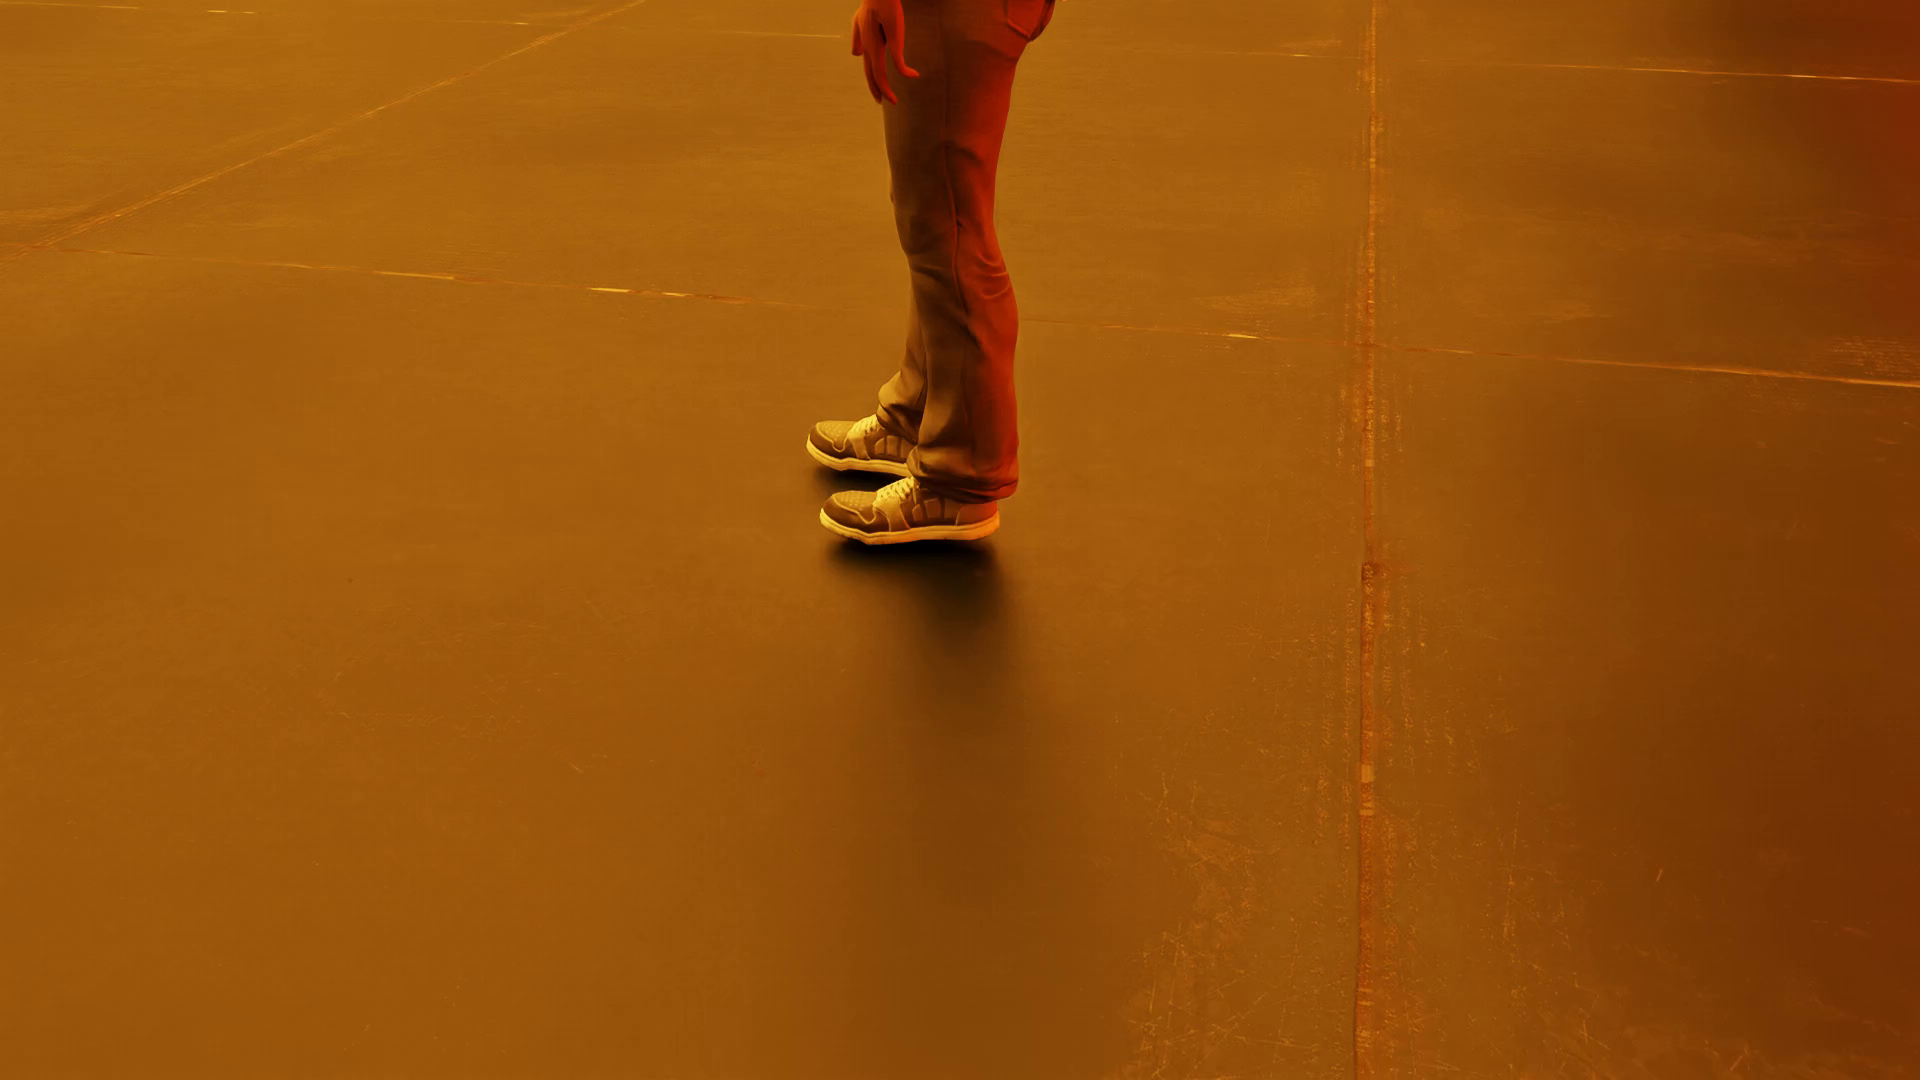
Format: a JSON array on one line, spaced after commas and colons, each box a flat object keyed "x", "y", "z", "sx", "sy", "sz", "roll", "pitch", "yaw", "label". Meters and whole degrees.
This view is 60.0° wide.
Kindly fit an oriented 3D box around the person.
[{"x": -0.069, "y": -0.733, "z": 2.164, "sx": 0.475, "sy": 1.596, "sz": 0.521, "roll": 6, "pitch": 27, "yaw": 11, "label": "person"}]
